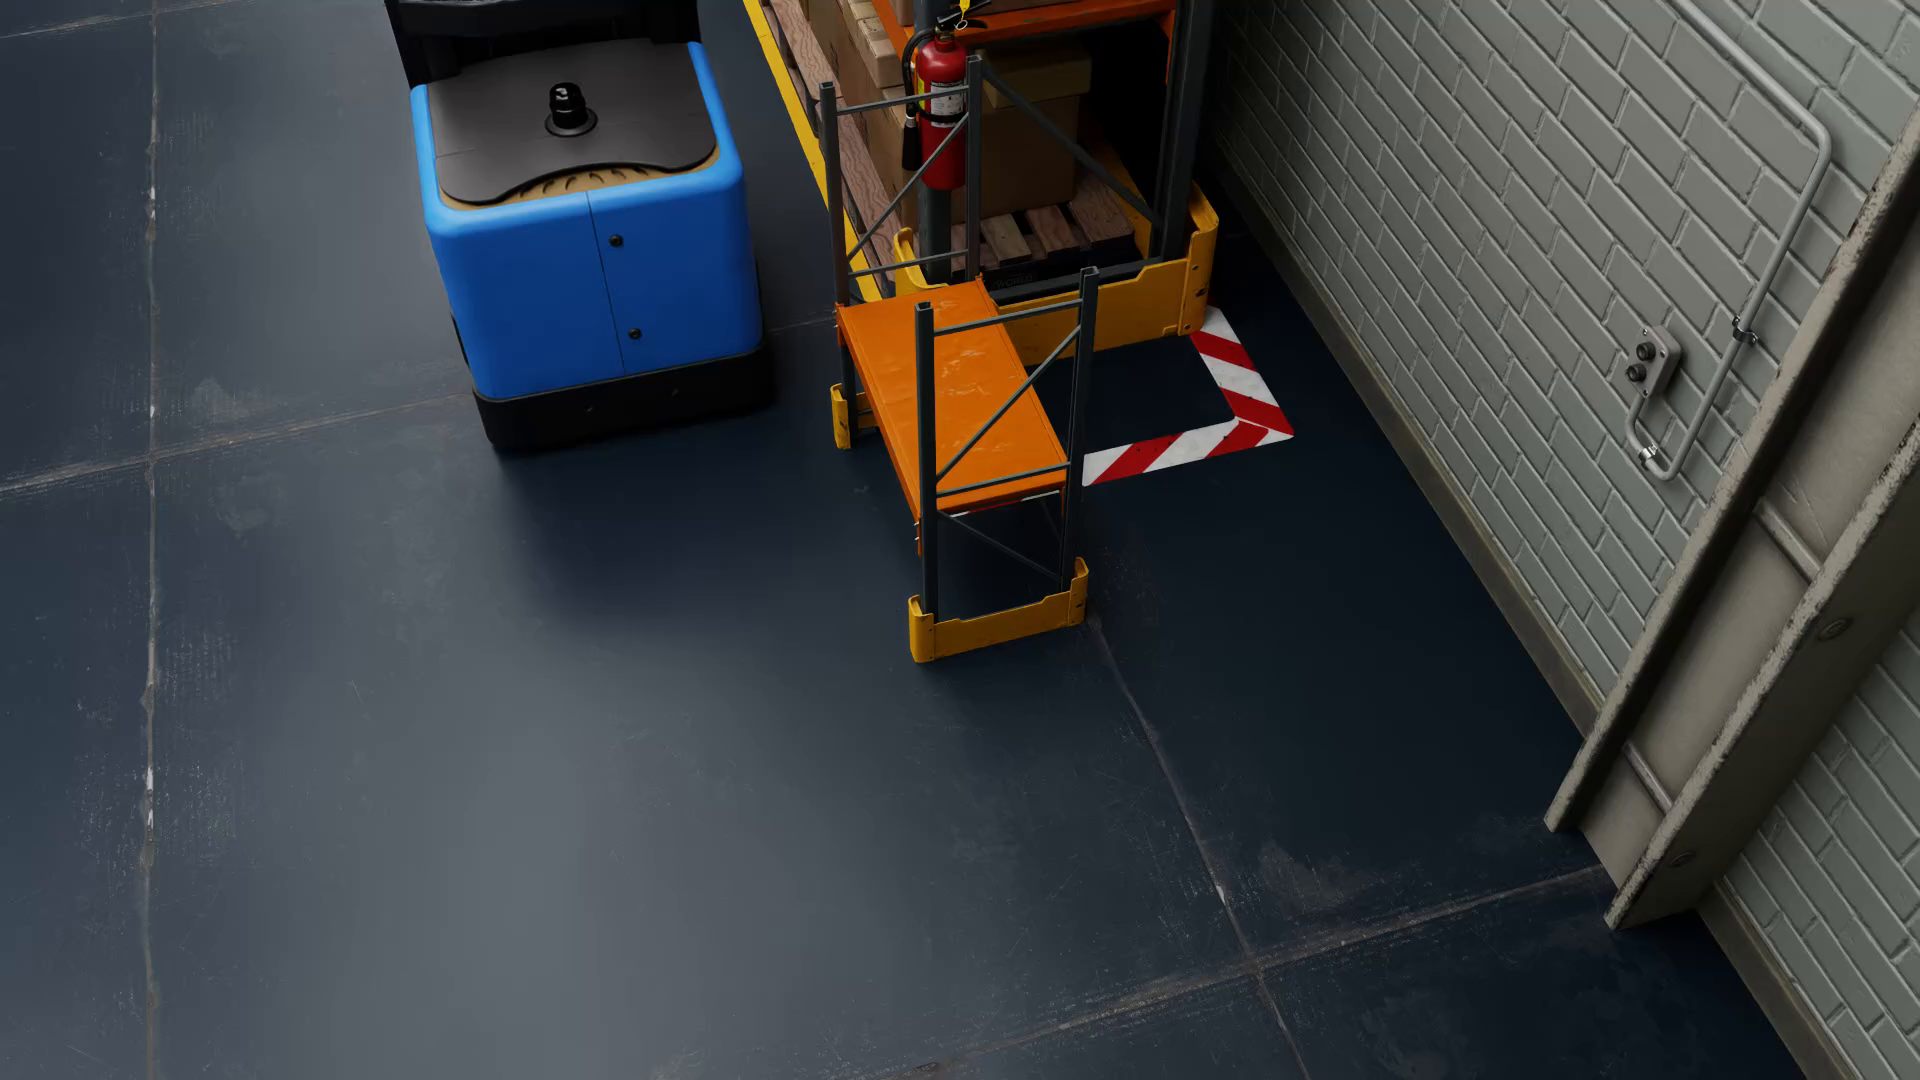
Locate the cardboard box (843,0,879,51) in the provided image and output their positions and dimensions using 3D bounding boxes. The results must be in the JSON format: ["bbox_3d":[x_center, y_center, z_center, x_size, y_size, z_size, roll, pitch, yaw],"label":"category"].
[{"bbox_3d":[-0.244,-2.059,6.460,0.380,0.149,0.250,-12,51,-10],"label":"cardboard box"}]

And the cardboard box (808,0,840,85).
[{"bbox_3d":[-0.253,-2.343,7.124,0.700,0.500,0.500,-15,51,-12],"label":"cardboard box"}]

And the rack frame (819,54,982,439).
[{"bbox_3d":[-0.176,-0.917,5.542,0.500,1.500,0.032,-13,51,-11],"label":"rack frame"}]

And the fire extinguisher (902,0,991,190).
[{"bbox_3d":[-0.050,-1.432,5.290,0.296,0.674,0.183,-13,51,-11],"label":"fire extinguisher"}]

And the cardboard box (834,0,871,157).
[{"bbox_3d":[-0.104,-1.976,6.814,0.700,0.500,0.500,-13,51,-11],"label":"cardboard box"}]

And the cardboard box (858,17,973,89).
[{"bbox_3d":[-0.168,-1.872,6.302,0.380,0.149,0.250,-14,51,-11],"label":"cardboard box"}]

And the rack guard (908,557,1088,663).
[{"bbox_3d":[0.125,0.227,5.395,0.587,0.250,0.087,-13,51,-11],"label":"rack guard"}]

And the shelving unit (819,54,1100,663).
[{"bbox_3d":[-0.023,-0.539,5.223,0.587,1.500,1.083,-13,51,-11],"label":"shelving unit"}]

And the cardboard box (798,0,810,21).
[{"bbox_3d":[-0.418,-2.731,7.450,0.700,0.500,0.500,-12,51,-10],"label":"cardboard box"}]

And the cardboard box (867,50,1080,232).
[{"bbox_3d":[0.044,-1.610,6.506,0.700,0.500,0.500,-13,51,-11],"label":"cardboard box"}]

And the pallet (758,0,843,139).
[{"bbox_3d":[-0.322,-2.349,7.592,1.003,0.211,1.213,-13,51,-11],"label":"pallet"}]

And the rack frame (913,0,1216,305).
[{"bbox_3d":[0.347,-1.792,5.299,1.000,3.000,0.127,-13,51,-11],"label":"rack frame"}]

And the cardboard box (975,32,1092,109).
[{"bbox_3d":[0.272,-1.773,6.219,0.380,0.149,0.250,-13,51,-11],"label":"cardboard box"}]

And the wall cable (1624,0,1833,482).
[{"bbox_3d":[1.629,-1.398,4.302,0.084,1.984,1.851,-13,51,-11],"label":"wall cable"}]

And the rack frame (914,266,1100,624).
[{"bbox_3d":[0.125,-0.174,4.916,0.500,1.500,0.032,-13,51,-11],"label":"rack frame"}]

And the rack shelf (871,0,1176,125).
[{"bbox_3d":[-0.245,-3.021,6.805,1.077,0.370,4.000,-13,51,-11],"label":"rack shelf"}]

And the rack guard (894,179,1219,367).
[{"bbox_3d":[0.354,-0.969,6.240,1.175,0.500,0.348,-13,51,-11],"label":"rack guard"}]

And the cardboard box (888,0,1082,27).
[{"bbox_3d":[0.186,-2.259,5.496,0.980,0.700,0.700,-11,51,-9],"label":"cardboard box"}]

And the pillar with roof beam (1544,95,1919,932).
[{"bbox_3d":[-2.141,-0.976,0.687,9.100,9.000,0.400,-13,51,-11],"label":"pillar with roof beam"}]

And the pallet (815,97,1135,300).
[{"bbox_3d":[0.035,-1.460,6.842,1.003,0.211,1.213,-13,51,-11],"label":"pallet"}]

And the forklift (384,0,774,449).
[{"bbox_3d":[-1.582,-2.425,5.877,1.130,2.935,3.031,-12,51,-10],"label":"forklift"}]

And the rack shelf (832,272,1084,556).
[{"bbox_3d":[-0.025,-0.430,5.367,0.538,0.185,1.000,-13,51,-11],"label":"rack shelf"}]

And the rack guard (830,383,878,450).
[{"bbox_3d":[-0.170,-0.500,6.008,0.587,0.250,0.087,-13,51,-11],"label":"rack guard"}]
